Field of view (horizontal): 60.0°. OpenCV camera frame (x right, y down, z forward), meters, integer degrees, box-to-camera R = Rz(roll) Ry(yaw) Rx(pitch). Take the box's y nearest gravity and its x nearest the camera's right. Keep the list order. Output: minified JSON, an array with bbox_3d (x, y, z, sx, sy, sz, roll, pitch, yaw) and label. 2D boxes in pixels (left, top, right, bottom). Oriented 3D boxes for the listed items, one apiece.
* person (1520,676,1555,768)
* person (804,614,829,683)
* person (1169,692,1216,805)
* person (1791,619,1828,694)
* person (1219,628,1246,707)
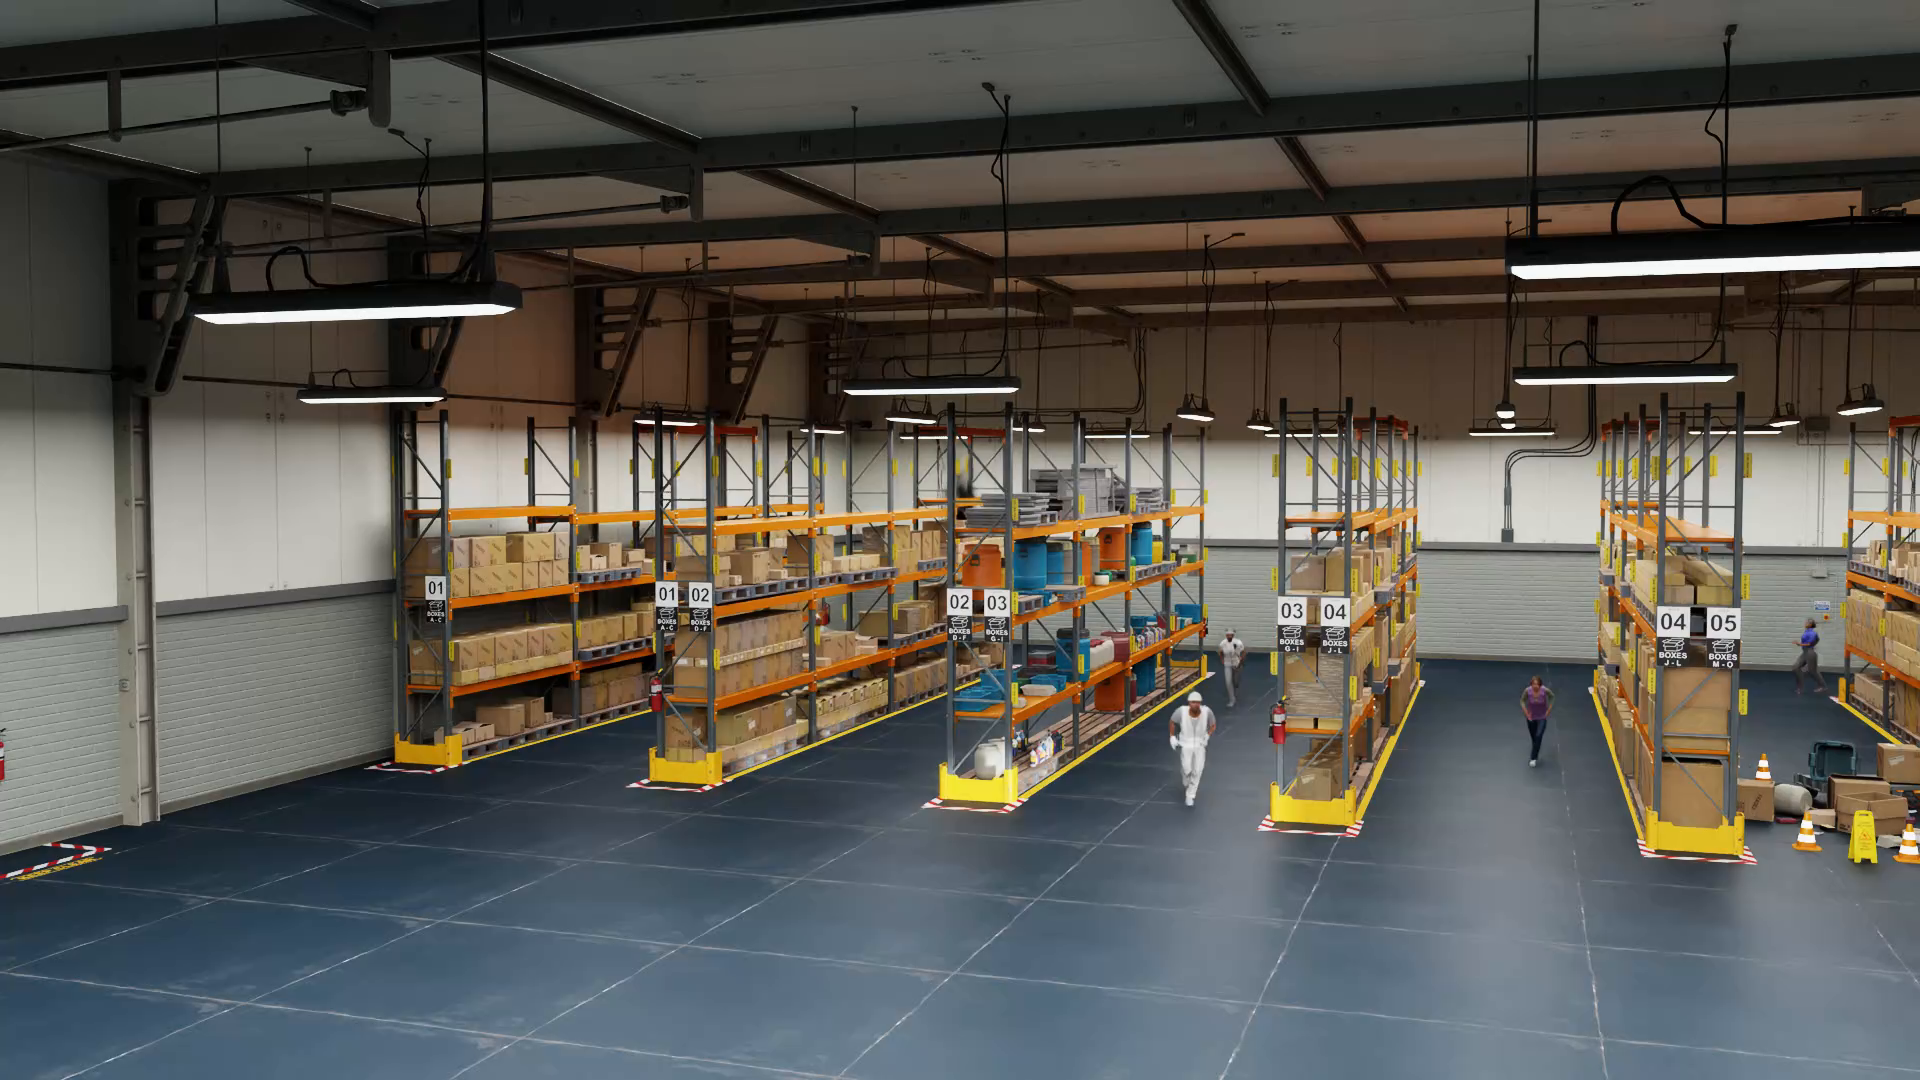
[{"bbox_3d":[9.789,3.046,28.219,0.560,1.549,0.900,1,3,18],"label":"person"},{"bbox_3d":[-3.216,2.529,37.329,0.663,1.744,0.597,1,3,15],"label":"person"},{"bbox_3d":[3.484,3.098,24.918,0.678,1.709,0.797,0,2,-2],"label":"person"},{"bbox_3d":[18.825,2.652,36.875,0.749,1.615,0.534,1,2,12],"label":"person"},{"bbox_3d":[5.786,2.688,35.368,0.577,1.682,0.912,1,3,14],"label":"person"}]
